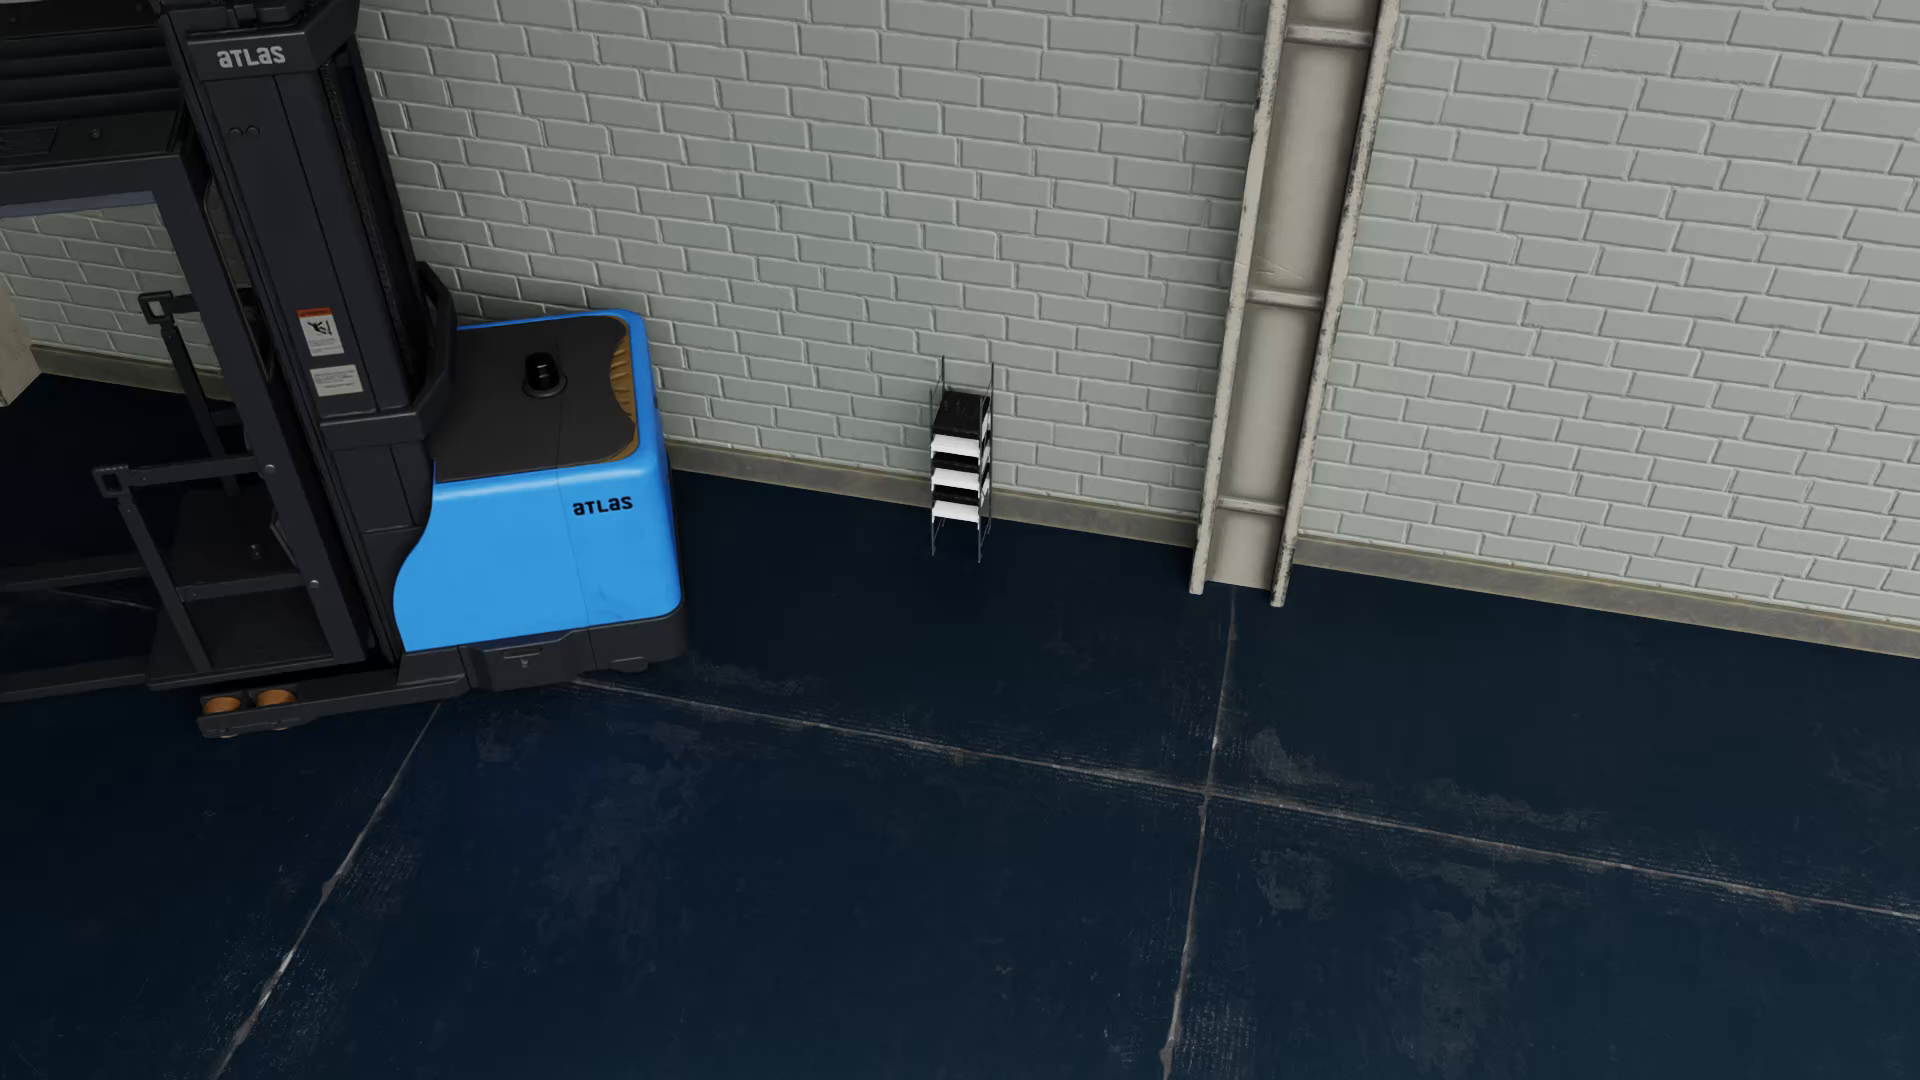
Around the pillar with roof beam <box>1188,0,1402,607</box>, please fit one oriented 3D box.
[{"bbox_3d":[0.245,-0.182,0.910,0.400,9.000,9.100,9,45,9],"label":"pillar with roof beam"}]

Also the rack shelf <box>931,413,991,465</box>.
[{"bbox_3d":[0.008,-0.429,6.795,0.200,0.077,0.258,9,45,9],"label":"rack shelf"}]

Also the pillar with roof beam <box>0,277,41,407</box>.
[{"bbox_3d":[-5.610,-1.091,1.854,0.400,9.000,9.100,9,45,9],"label":"pillar with roof beam"}]

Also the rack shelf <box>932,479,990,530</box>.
[{"bbox_3d":[0.008,-0.169,7.045,0.200,0.077,0.258,9,45,9],"label":"rack shelf"}]

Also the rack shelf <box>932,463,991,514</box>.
[{"bbox_3d":[0.008,-0.234,6.982,0.200,0.077,0.258,9,45,9],"label":"rack shelf"}]

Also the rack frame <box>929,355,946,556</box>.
[{"bbox_3d":[-0.091,-0.338,6.913,0.006,0.900,0.240,9,45,9],"label":"rack frame"}]

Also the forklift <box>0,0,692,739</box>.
[{"bbox_3d":[-2.649,-0.693,5.817,3.031,2.935,1.130,-8,44,-8],"label":"forklift"}]

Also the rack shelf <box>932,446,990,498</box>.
[{"bbox_3d":[0.008,-0.299,6.920,0.200,0.077,0.258,9,45,9],"label":"rack shelf"}]

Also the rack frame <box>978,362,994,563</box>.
[{"bbox_3d":[0.107,-0.308,6.881,0.006,0.900,0.240,9,45,9],"label":"rack frame"}]

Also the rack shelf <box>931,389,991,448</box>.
[{"bbox_3d":[0.008,-0.493,6.733,0.200,0.077,0.258,9,45,9],"label":"rack shelf"}]

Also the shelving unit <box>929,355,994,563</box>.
[{"bbox_3d":[0.008,-0.323,6.897,0.210,0.900,0.258,9,45,9],"label":"shelving unit"}]

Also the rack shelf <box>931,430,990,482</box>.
[{"bbox_3d":[0.008,-0.364,6.857,0.200,0.077,0.258,9,45,9],"label":"rack shelf"}]
